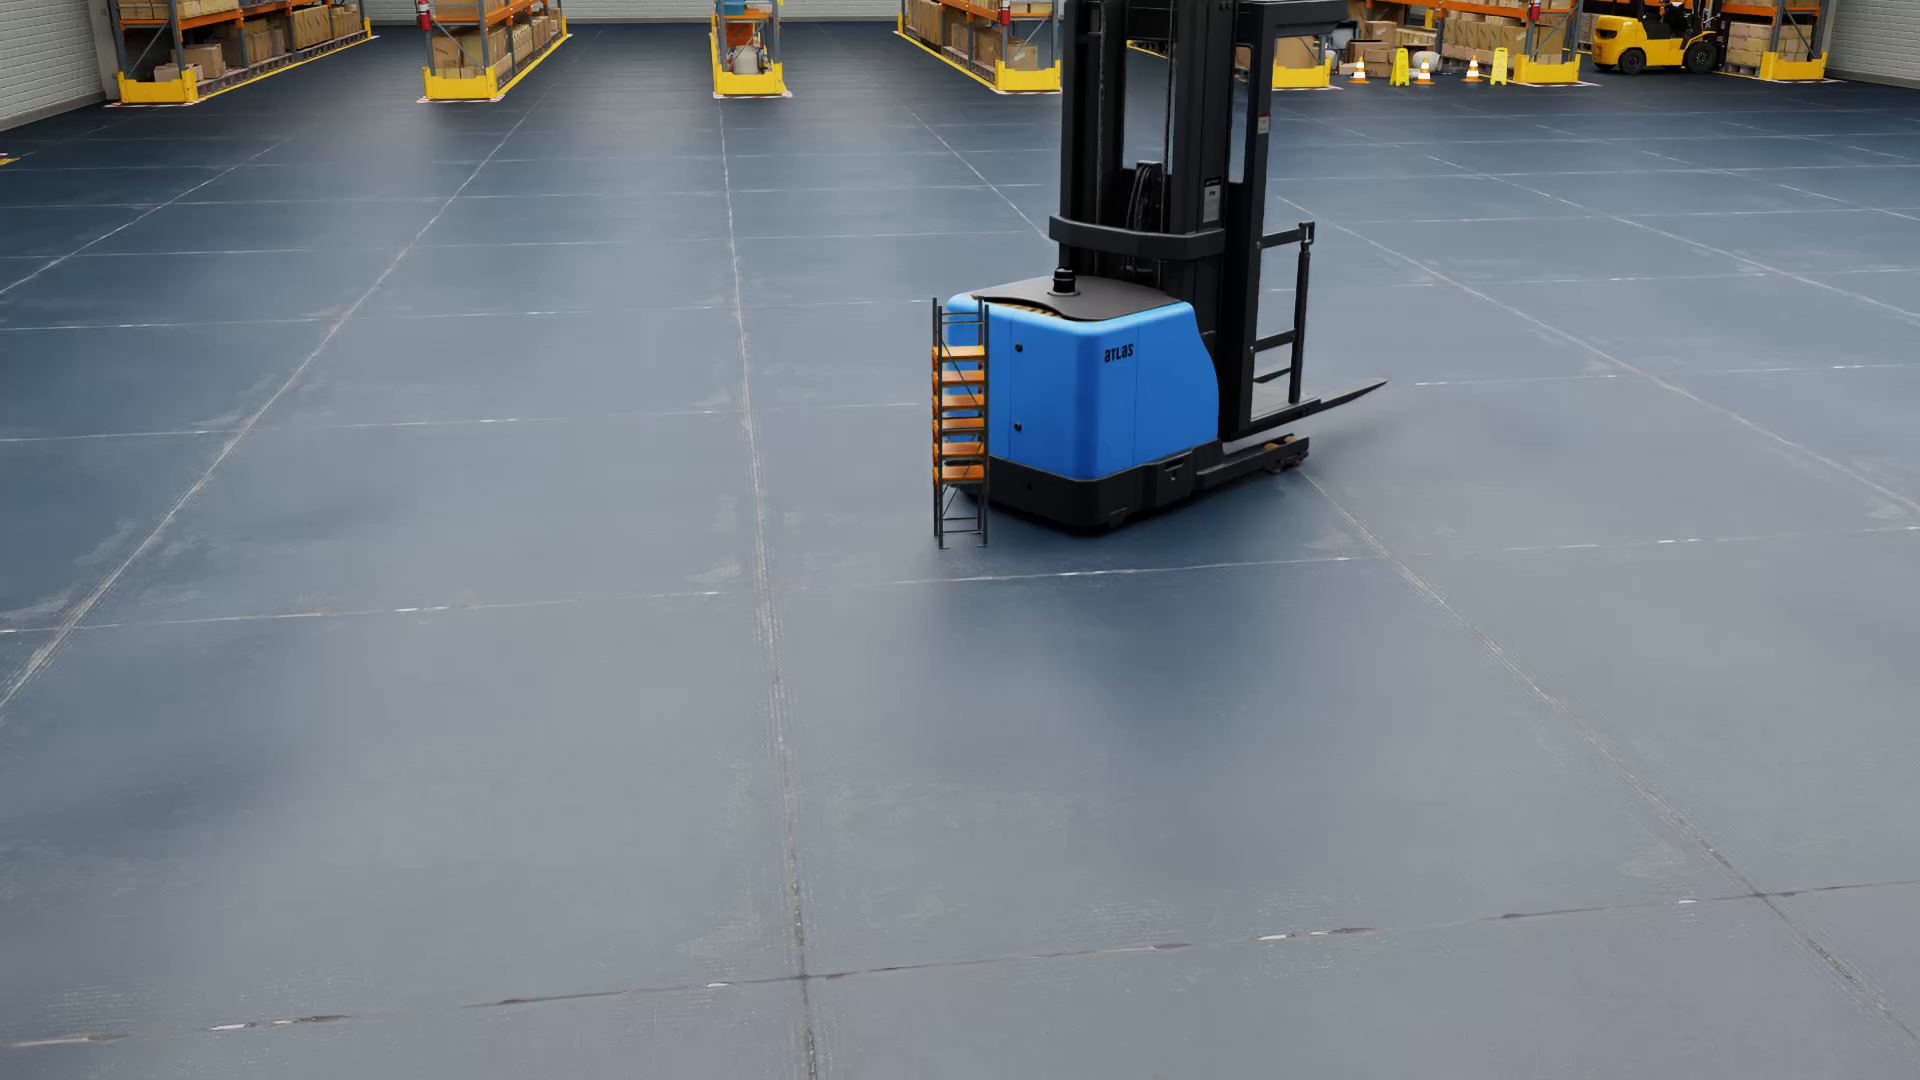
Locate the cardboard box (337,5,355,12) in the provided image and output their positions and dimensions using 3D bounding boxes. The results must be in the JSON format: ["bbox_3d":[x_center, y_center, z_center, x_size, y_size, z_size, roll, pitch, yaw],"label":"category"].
[{"bbox_3d":[-15.336,-13.282,41.535,0.380,0.149,0.250,-2,21,-6],"label":"cardboard box"}]

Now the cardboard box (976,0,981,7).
[{"bbox_3d":[0.523,-10.353,32.009,0.380,0.149,0.250,-3,21,-8],"label":"cardboard box"}]

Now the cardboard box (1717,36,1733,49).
[{"bbox_3d":[15.421,-9.922,33.109,0.500,0.250,0.500,-3,21,-9],"label":"cardboard box"}]

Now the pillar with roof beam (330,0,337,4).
[{"bbox_3d":[-12.757,-18.232,44.169,9.100,9.000,0.400,-3,21,-8],"label":"pillar with roof beam"}]

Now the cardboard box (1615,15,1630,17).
[{"bbox_3d":[15.080,-11.453,37.387,0.875,0.625,0.625,-4,21,-10],"label":"cardboard box"}]

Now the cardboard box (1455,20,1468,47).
[{"bbox_3d":[10.376,-10.265,33.670,0.500,0.500,0.500,-2,21,-6],"label":"cardboard box"}]

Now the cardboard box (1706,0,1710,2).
[{"bbox_3d":[15.352,-11.185,33.732,0.500,0.500,0.500,-3,21,-8],"label":"cardboard box"}]

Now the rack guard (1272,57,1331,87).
[{"bbox_3d":[6.166,-8.559,30.417,1.175,0.500,0.348,-3,21,-8],"label":"rack guard"}]

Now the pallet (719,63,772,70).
[{"bbox_3d":[-4.183,-9.117,32.325,1.003,0.211,1.213,-3,21,-8],"label":"pallet"}]

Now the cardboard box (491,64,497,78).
[{"bbox_3d":[-8.497,-8.303,29.489,0.500,0.250,0.500,-3,21,-8],"label":"cardboard box"}]

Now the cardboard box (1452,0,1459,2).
[{"bbox_3d":[10.285,-11.080,33.953,0.380,0.149,0.250,-2,21,-6],"label":"cardboard box"}]

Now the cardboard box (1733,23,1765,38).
[{"bbox_3d":[15.503,-9.972,32.528,0.500,0.250,0.500,-3,21,-7],"label":"cardboard box"}]

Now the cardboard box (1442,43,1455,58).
[{"bbox_3d":[10.287,-10.098,34.296,0.500,0.250,0.500,-4,21,-10],"label":"cardboard box"}]

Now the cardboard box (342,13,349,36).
[{"bbox_3d":[-15.343,-12.570,40.556,0.700,0.500,0.500,-2,21,-6],"label":"cardboard box"}]

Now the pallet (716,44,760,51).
[{"bbox_3d":[-4.970,-11.007,37.386,1.003,0.211,1.213,-3,21,-8],"label":"pallet"}]

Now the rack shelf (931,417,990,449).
[{"bbox_3d":[0.002,-0.515,8.008,0.258,0.103,0.180,-3,21,-8],"label":"rack shelf"}]

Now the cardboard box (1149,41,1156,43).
[{"bbox_3d":[4.655,-11.748,38.357,0.500,0.500,0.500,-3,21,-8],"label":"cardboard box"}]

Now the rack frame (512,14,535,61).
[{"bbox_3d":[-9.717,-11.794,35.508,1.000,3.000,0.127,-3,21,-8],"label":"rack frame"}]

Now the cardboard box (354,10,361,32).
[{"bbox_3d":[-15.572,-13.102,41.980,0.700,0.500,0.500,-3,21,-8],"label":"cardboard box"}]

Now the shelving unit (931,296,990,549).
[{"bbox_3d":[0.002,-0.557,7.993,0.258,1.200,0.189,-3,21,-8],"label":"shelving unit"}]

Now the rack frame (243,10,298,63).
[{"bbox_3d":[-14.619,-11.543,34.835,1.000,3.000,0.127,-3,21,-8],"label":"rack frame"}]

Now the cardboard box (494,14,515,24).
[{"bbox_3d":[-10.097,-11.512,36.624,0.500,0.250,0.500,-2,21,-6],"label":"cardboard box"}]

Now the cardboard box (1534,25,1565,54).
[{"bbox_3d":[11.199,-9.584,31.847,0.500,0.500,0.500,-4,21,-10],"label":"cardboard box"}]

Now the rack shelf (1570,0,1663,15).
[{"bbox_3d":[15.092,-12.015,37.126,1.077,0.370,4.000,-3,21,-8],"label":"rack shelf"}]

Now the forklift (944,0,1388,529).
[{"bbox_3d":[1.317,-1.855,8.994,3.031,2.935,1.130,-19,28,-41],"label":"forklift"}]

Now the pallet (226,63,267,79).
[{"bbox_3d":[-14.156,-9.121,32.337,1.003,0.211,1.213,-3,21,-8],"label":"pallet"}]

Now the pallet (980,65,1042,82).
[{"bbox_3d":[0.974,-8.947,31.870,1.003,0.211,1.213,-3,21,-8],"label":"pallet"}]

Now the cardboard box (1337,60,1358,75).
[{"bbox_3d":[7.656,-9.340,32.844,0.396,0.266,0.258,1,20,2],"label":"cardboard box"}]

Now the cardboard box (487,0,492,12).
[{"bbox_3d":[-8.845,-9.769,29.943,0.700,0.500,0.500,-2,21,-6],"label":"cardboard box"}]

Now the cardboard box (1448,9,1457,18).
[{"bbox_3d":[13.730,-14.325,45.256,0.700,0.500,0.500,-2,21,-6],"label":"cardboard box"}]

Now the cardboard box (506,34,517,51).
[{"bbox_3d":[-8.954,-9.736,32.526,0.500,0.311,0.500,-3,21,-8],"label":"cardboard box"}]

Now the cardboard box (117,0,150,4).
[{"bbox_3d":[-13.744,-9.216,27.719,0.500,0.500,0.500,-3,21,-8],"label":"cardboard box"}]

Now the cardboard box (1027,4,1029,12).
[{"bbox_3d":[1.417,-9.603,30.000,0.380,0.149,0.250,-3,21,-8],"label":"cardboard box"}]

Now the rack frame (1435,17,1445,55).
[{"bbox_3d":[10.469,-11.408,34.472,1.000,3.000,0.127,-3,21,-8],"label":"rack frame"}]

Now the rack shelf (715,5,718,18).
[{"bbox_3d":[-4.527,-11.013,34.445,1.077,0.370,4.000,-3,21,-8],"label":"rack shelf"}]

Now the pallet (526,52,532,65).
[{"bbox_3d":[-9.637,-10.201,35.227,1.003,0.211,1.213,-3,21,-8],"label":"pallet"}]

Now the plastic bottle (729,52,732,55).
[{"bbox_3d":[-4.392,-9.241,31.943,0.097,0.271,0.097,0,20,0],"label":"plastic bottle"}]

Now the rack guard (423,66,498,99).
[{"bbox_3d":[-8.561,-7.845,28.507,1.175,0.500,0.348,-3,21,-8],"label":"rack guard"}]

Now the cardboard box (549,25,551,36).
[{"bbox_3d":[-10.140,-12.282,40.027,0.500,0.311,0.500,-3,21,-8],"label":"cardboard box"}]

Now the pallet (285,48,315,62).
[{"bbox_3d":[-14.658,-10.514,36.064,1.003,0.211,1.213,-3,21,-8],"label":"pallet"}]

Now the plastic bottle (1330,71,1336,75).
[{"bbox_3d":[7.253,-9.195,32.747,0.283,0.061,0.133,-11,23,-26],"label":"plastic bottle"}]

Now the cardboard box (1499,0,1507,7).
[{"bbox_3d":[10.551,-10.283,31.821,0.380,0.149,0.250,-3,21,-7],"label":"cardboard box"}]

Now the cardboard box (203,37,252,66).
[{"bbox_3d":[-14.165,-9.447,32.168,0.700,0.500,0.500,-2,21,-6],"label":"cardboard box"}]

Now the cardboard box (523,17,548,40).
[{"bbox_3d":[-9.876,-11.886,38.698,0.500,0.500,0.500,-3,21,-8],"label":"cardboard box"}]

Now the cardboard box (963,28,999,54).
[{"bbox_3d":[0.464,-10.516,35.030,0.700,0.500,0.500,-5,21,-12],"label":"cardboard box"}]

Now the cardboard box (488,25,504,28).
[{"bbox_3d":[-9.932,-10.770,35.292,0.500,0.311,0.500,-2,21,-6],"label":"cardboard box"}]

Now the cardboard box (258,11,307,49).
[{"bbox_3d":[-14.595,-10.994,35.837,0.750,0.750,0.750,-3,21,-8],"label":"cardboard box"}]

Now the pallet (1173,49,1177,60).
[{"bbox_3d":[5.220,-10.503,36.036,1.003,0.211,1.213,-3,21,-8],"label":"pallet"}]

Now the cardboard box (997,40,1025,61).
[{"bbox_3d":[0.974,-9.189,31.503,0.500,0.500,0.500,-1,21,-3],"label":"cardboard box"}]

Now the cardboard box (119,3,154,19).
[{"bbox_3d":[-13.725,-8.865,27.849,0.500,0.250,0.500,-3,21,-7],"label":"cardboard box"}]

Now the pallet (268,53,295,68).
[{"bbox_3d":[-14.508,-9.966,34.598,1.003,0.211,1.213,-3,21,-8],"label":"pallet"}]

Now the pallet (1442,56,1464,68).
[{"bbox_3d":[10.601,-9.871,34.342,1.003,0.211,1.213,-3,21,-8],"label":"pallet"}]

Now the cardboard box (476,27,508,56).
[{"bbox_3d":[-8.797,-9.346,31.210,0.500,0.500,0.500,-3,21,-8],"label":"cardboard box"}]

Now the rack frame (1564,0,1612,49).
[{"bbox_3d":[14.804,-13.044,38.854,1.000,3.000,0.127,-3,21,-8],"label":"rack frame"}]
